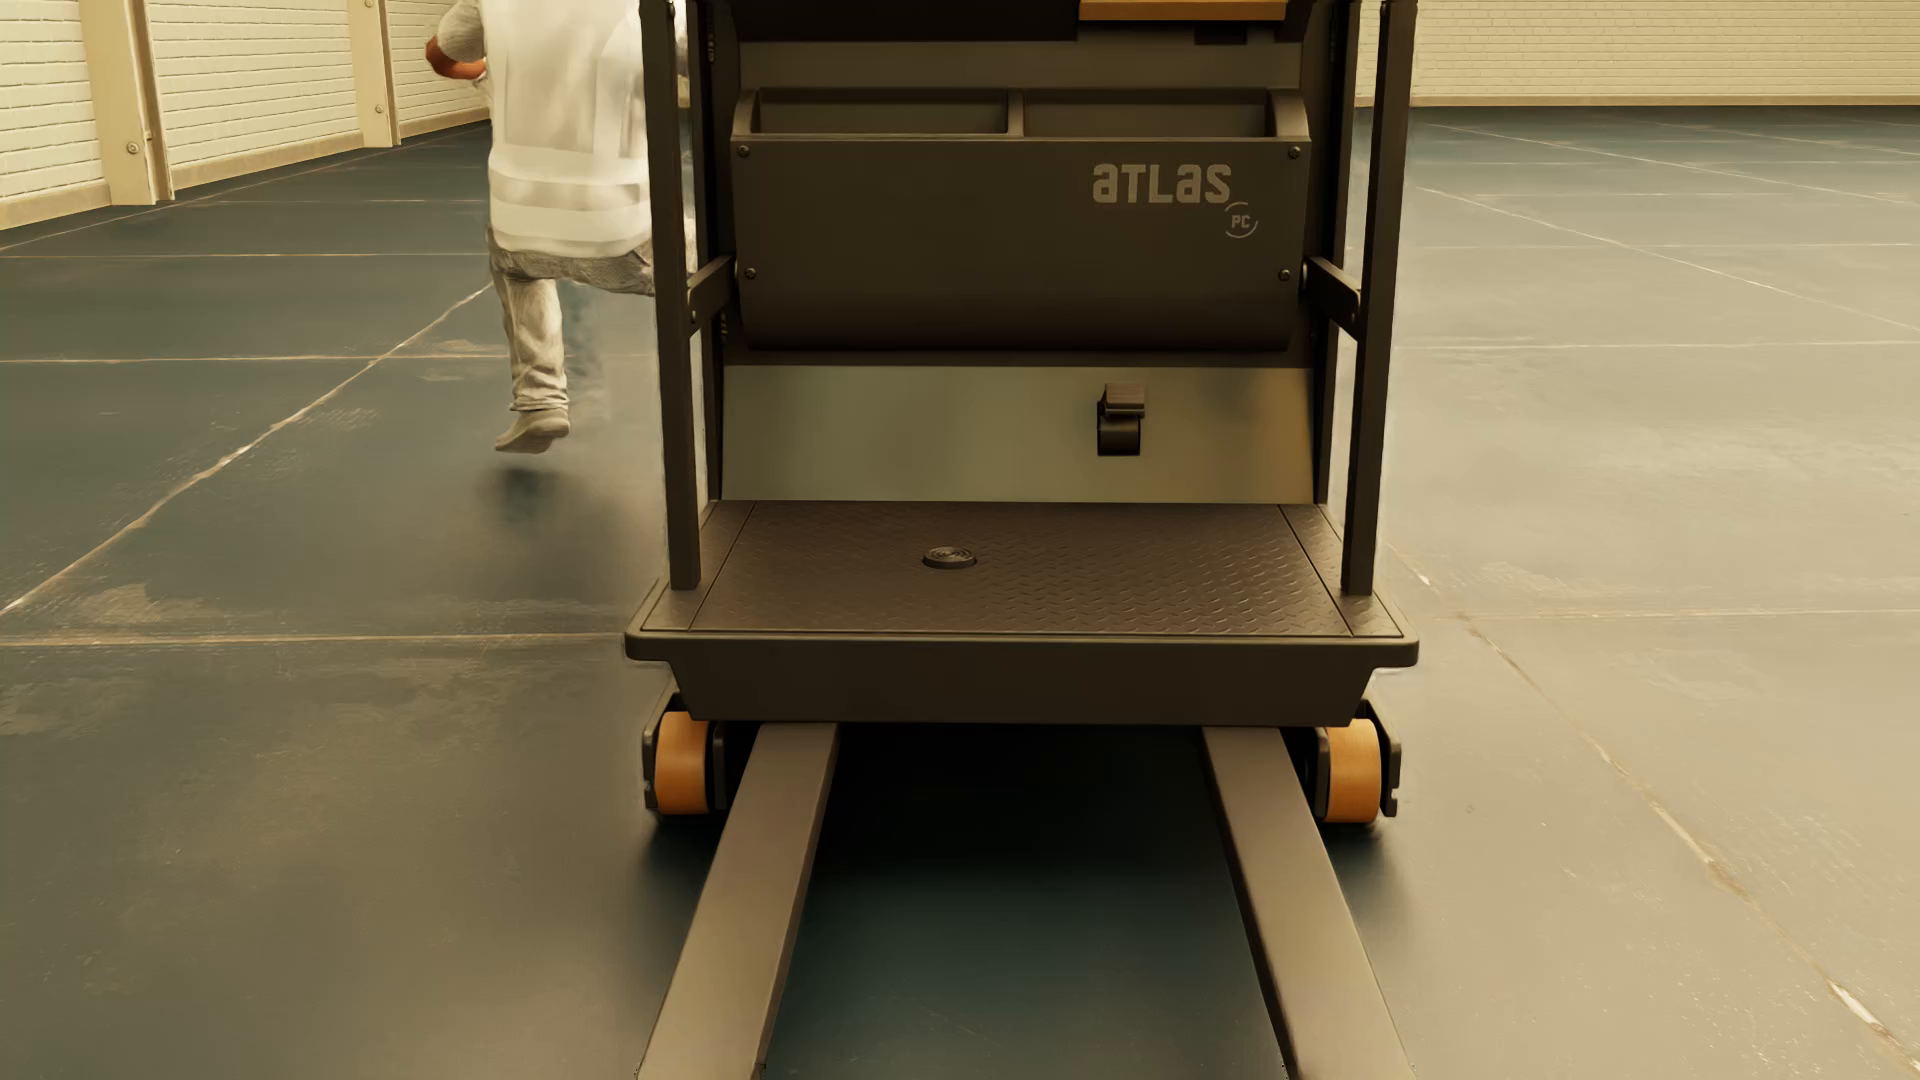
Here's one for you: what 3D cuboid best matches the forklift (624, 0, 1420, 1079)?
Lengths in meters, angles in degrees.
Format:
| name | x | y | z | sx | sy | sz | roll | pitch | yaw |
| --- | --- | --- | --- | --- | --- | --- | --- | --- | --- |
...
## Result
| name | x | y | z | sx | sy | sz | roll | pitch | yaw |
| --- | --- | --- | --- | --- | --- | --- | --- | --- | --- |
| forklift | 0.093 | -1.064 | 2.385 | 1.130 | 2.935 | 3.031 | 0 | 17 | 1 |

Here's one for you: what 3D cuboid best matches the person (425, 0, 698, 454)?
| name | x | y | z | sx | sy | sz | roll | pitch | yaw |
| --- | --- | --- | --- | --- | --- | --- | --- | --- | --- |
| person | -0.866 | -0.897 | 4.250 | 1.018 | 1.565 | 0.790 | 4 | 18 | 14 |
